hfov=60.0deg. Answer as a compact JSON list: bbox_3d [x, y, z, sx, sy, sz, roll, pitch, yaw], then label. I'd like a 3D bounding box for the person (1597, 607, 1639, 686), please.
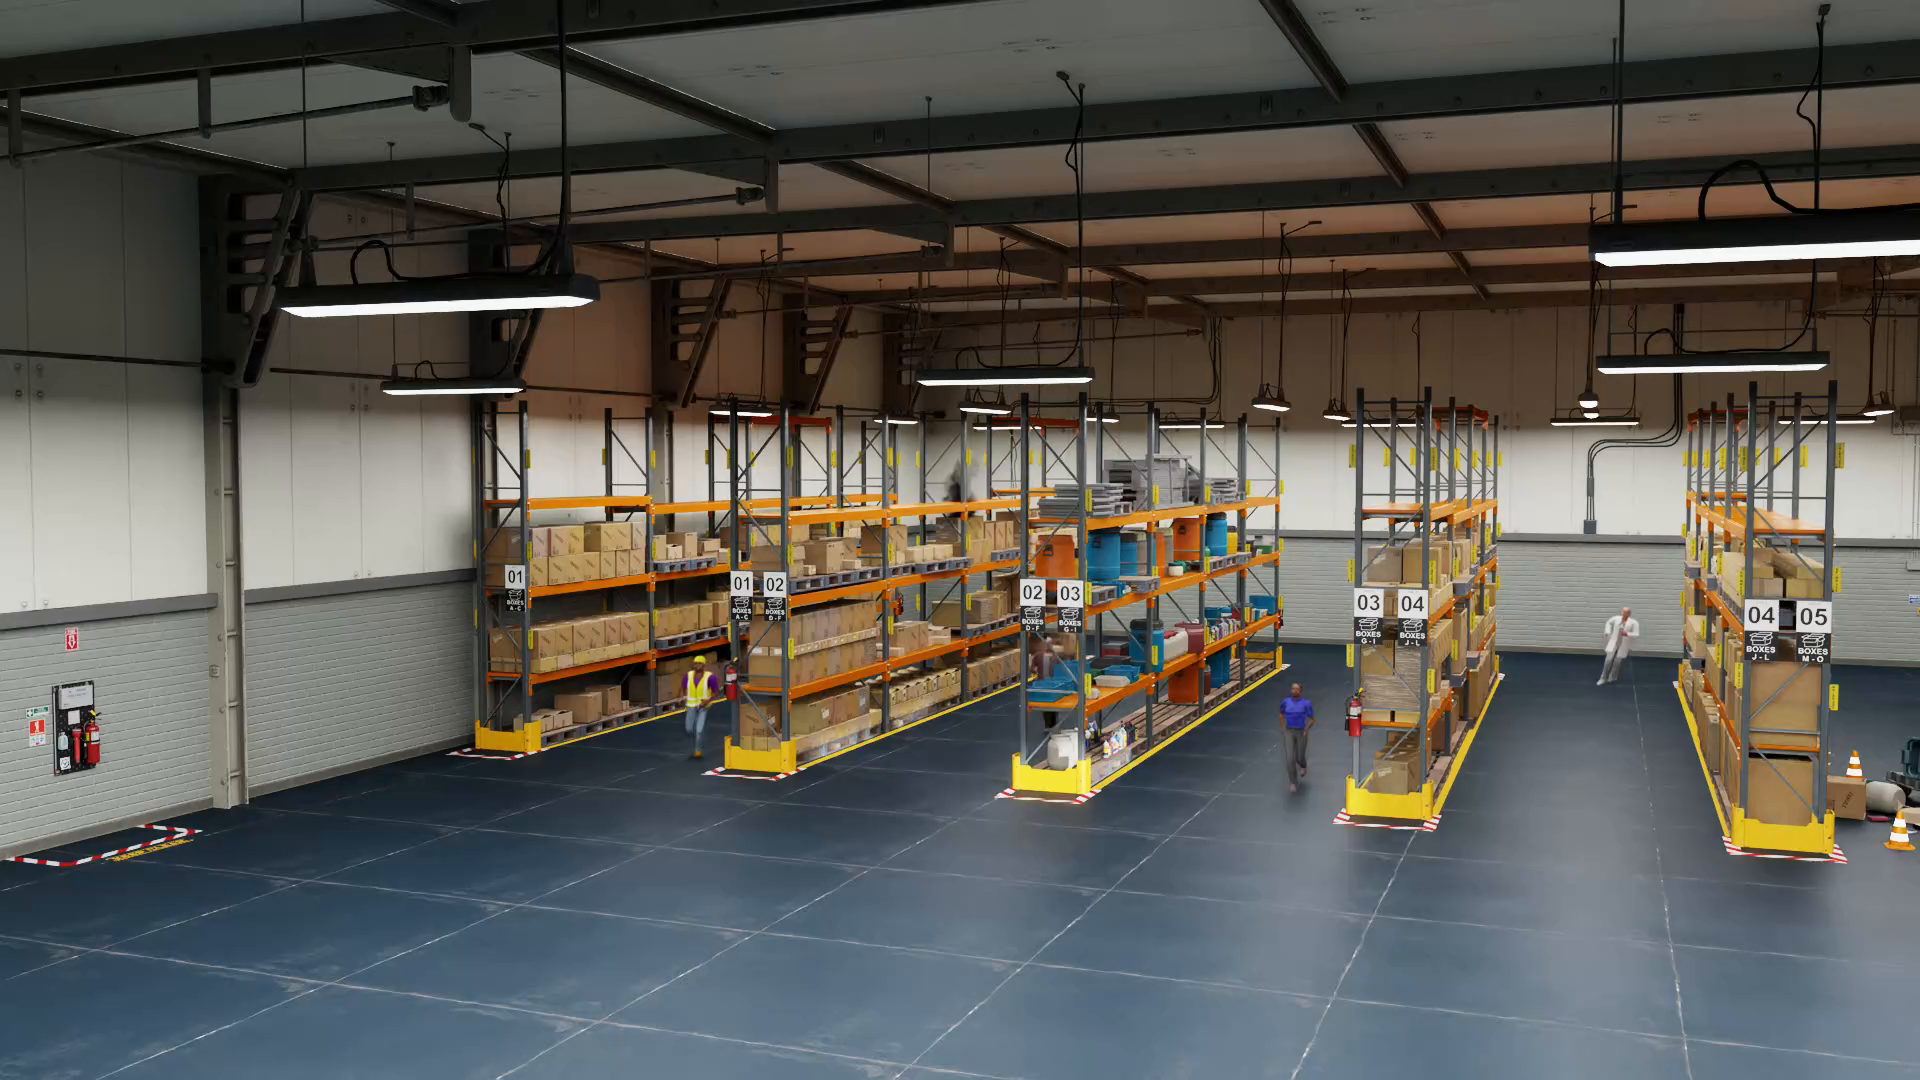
[{"bbox_3d":[14.588,2.359,36.896,0.863,1.782,0.816,1,3,20],"label":"person"}]

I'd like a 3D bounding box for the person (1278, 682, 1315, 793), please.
[{"bbox_3d":[5.106,3.025,25.291,0.577,1.537,0.738,1,3,20],"label":"person"}]

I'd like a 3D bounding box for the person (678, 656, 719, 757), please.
[{"bbox_3d":[-4.388,2.785,27.955,0.700,1.693,0.583,0,3,5],"label":"person"}]

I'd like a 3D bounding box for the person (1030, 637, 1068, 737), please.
[{"bbox_3d":[1.584,2.660,30.047,0.687,1.805,0.733,1,3,20],"label":"person"}]
